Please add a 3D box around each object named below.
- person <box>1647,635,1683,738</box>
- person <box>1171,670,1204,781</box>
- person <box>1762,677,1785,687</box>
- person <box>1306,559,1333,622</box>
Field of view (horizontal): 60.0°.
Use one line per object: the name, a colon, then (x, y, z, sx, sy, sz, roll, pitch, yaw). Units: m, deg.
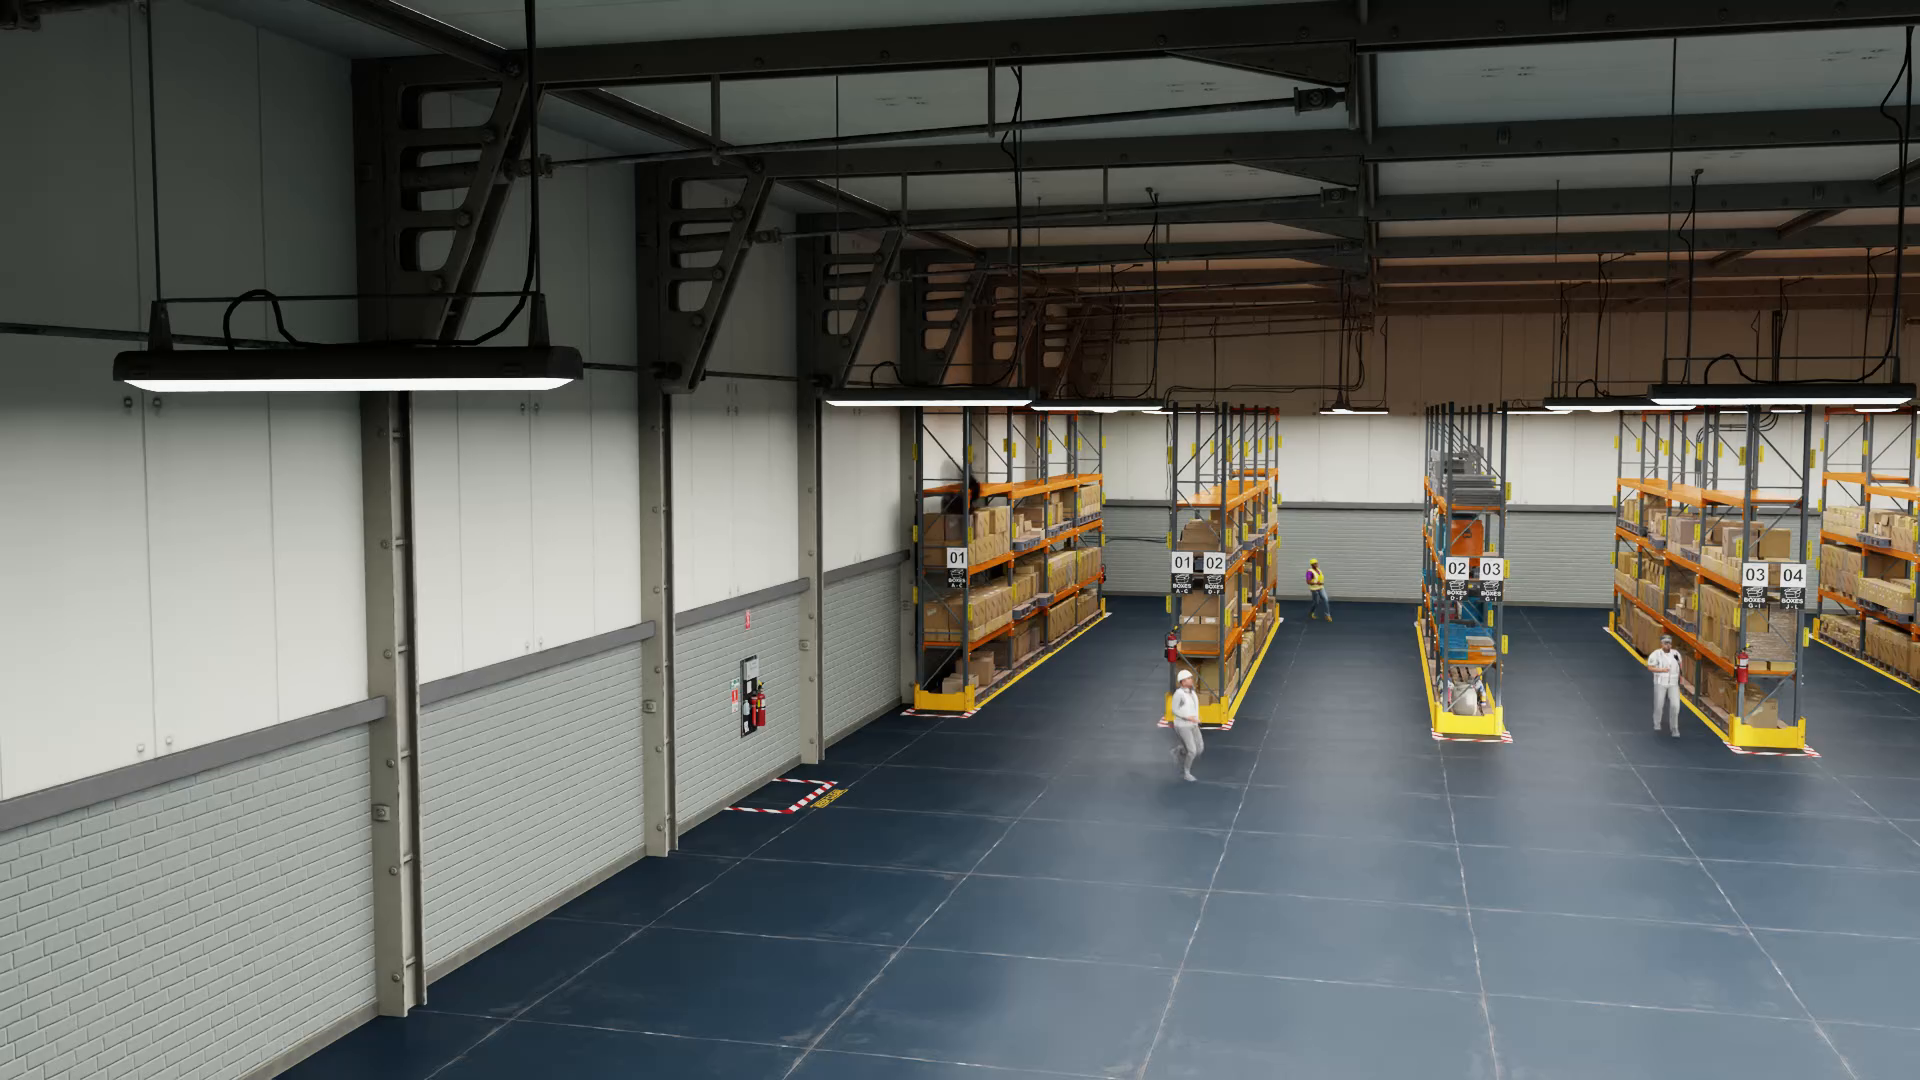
person: (12.732, 2.629, 30.005, 0.669, 1.867, 0.738, 1, 4, 9)
person: (3.571, 2.922, 26.339, 0.609, 1.735, 0.691, 3, 5, 36)
person: (17.509, 2.211, 35.759, 0.658, 1.778, 0.828, 1, 4, 11)
person: (10.006, 1.396, 46.542, 0.727, 1.748, 0.912, -3, 5, -33)
